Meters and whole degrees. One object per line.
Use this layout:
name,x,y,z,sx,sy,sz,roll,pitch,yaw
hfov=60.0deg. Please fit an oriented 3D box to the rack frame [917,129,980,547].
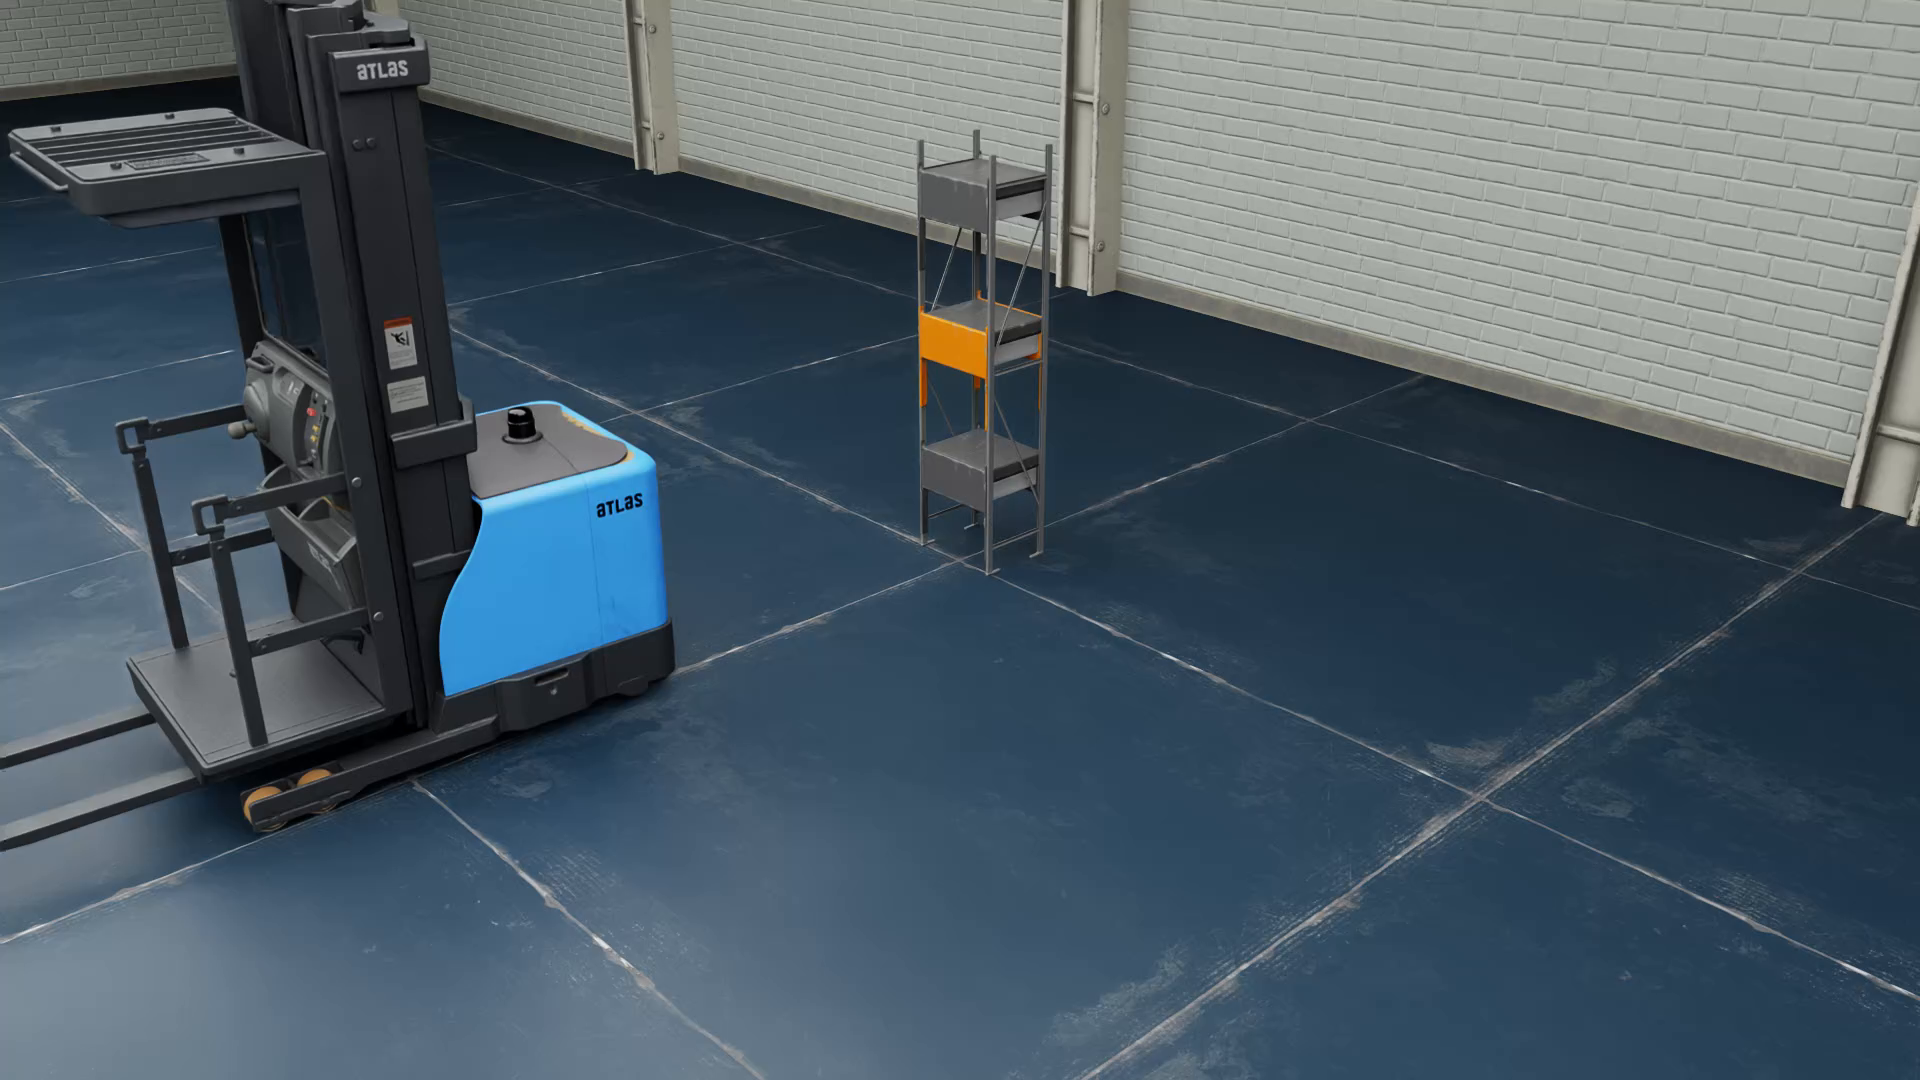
rack frame,-0.054,-0.979,8.366,0.400,2.100,0.015,-21,32,-38

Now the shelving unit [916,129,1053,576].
shelving unit,0.113,-0.905,8.204,0.431,2.100,0.503,-21,32,-38

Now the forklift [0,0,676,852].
forklift,-2.722,-0.473,6.254,3.031,2.935,1.130,-18,30,-35

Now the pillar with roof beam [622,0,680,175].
pillar with roof beam,-6.244,-6.681,12.553,9.100,9.000,0.400,-21,32,-38

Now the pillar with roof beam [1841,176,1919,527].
pillar with roof beam,1.957,-3.046,4.584,9.100,9.000,0.400,-21,32,-38

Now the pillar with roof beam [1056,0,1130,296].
pillar with roof beam,-2.143,-4.863,8.569,9.100,9.000,0.400,-21,32,-38

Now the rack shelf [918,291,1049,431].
rack shelf,0.113,-0.893,8.210,0.431,0.518,0.480,-21,32,-38

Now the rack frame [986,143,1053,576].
rack frame,0.280,-0.831,8.042,0.400,2.100,0.015,-21,32,-38

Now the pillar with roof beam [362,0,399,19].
pillar with roof beam,-10.345,-8.499,16.538,9.100,9.000,0.400,-21,32,-38

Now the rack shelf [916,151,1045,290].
rack shelf,0.113,-1.530,7.919,0.431,0.518,0.480,-21,32,-38

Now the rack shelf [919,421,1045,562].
rack shelf,0.113,-0.256,8.500,0.431,0.518,0.480,-21,32,-38
